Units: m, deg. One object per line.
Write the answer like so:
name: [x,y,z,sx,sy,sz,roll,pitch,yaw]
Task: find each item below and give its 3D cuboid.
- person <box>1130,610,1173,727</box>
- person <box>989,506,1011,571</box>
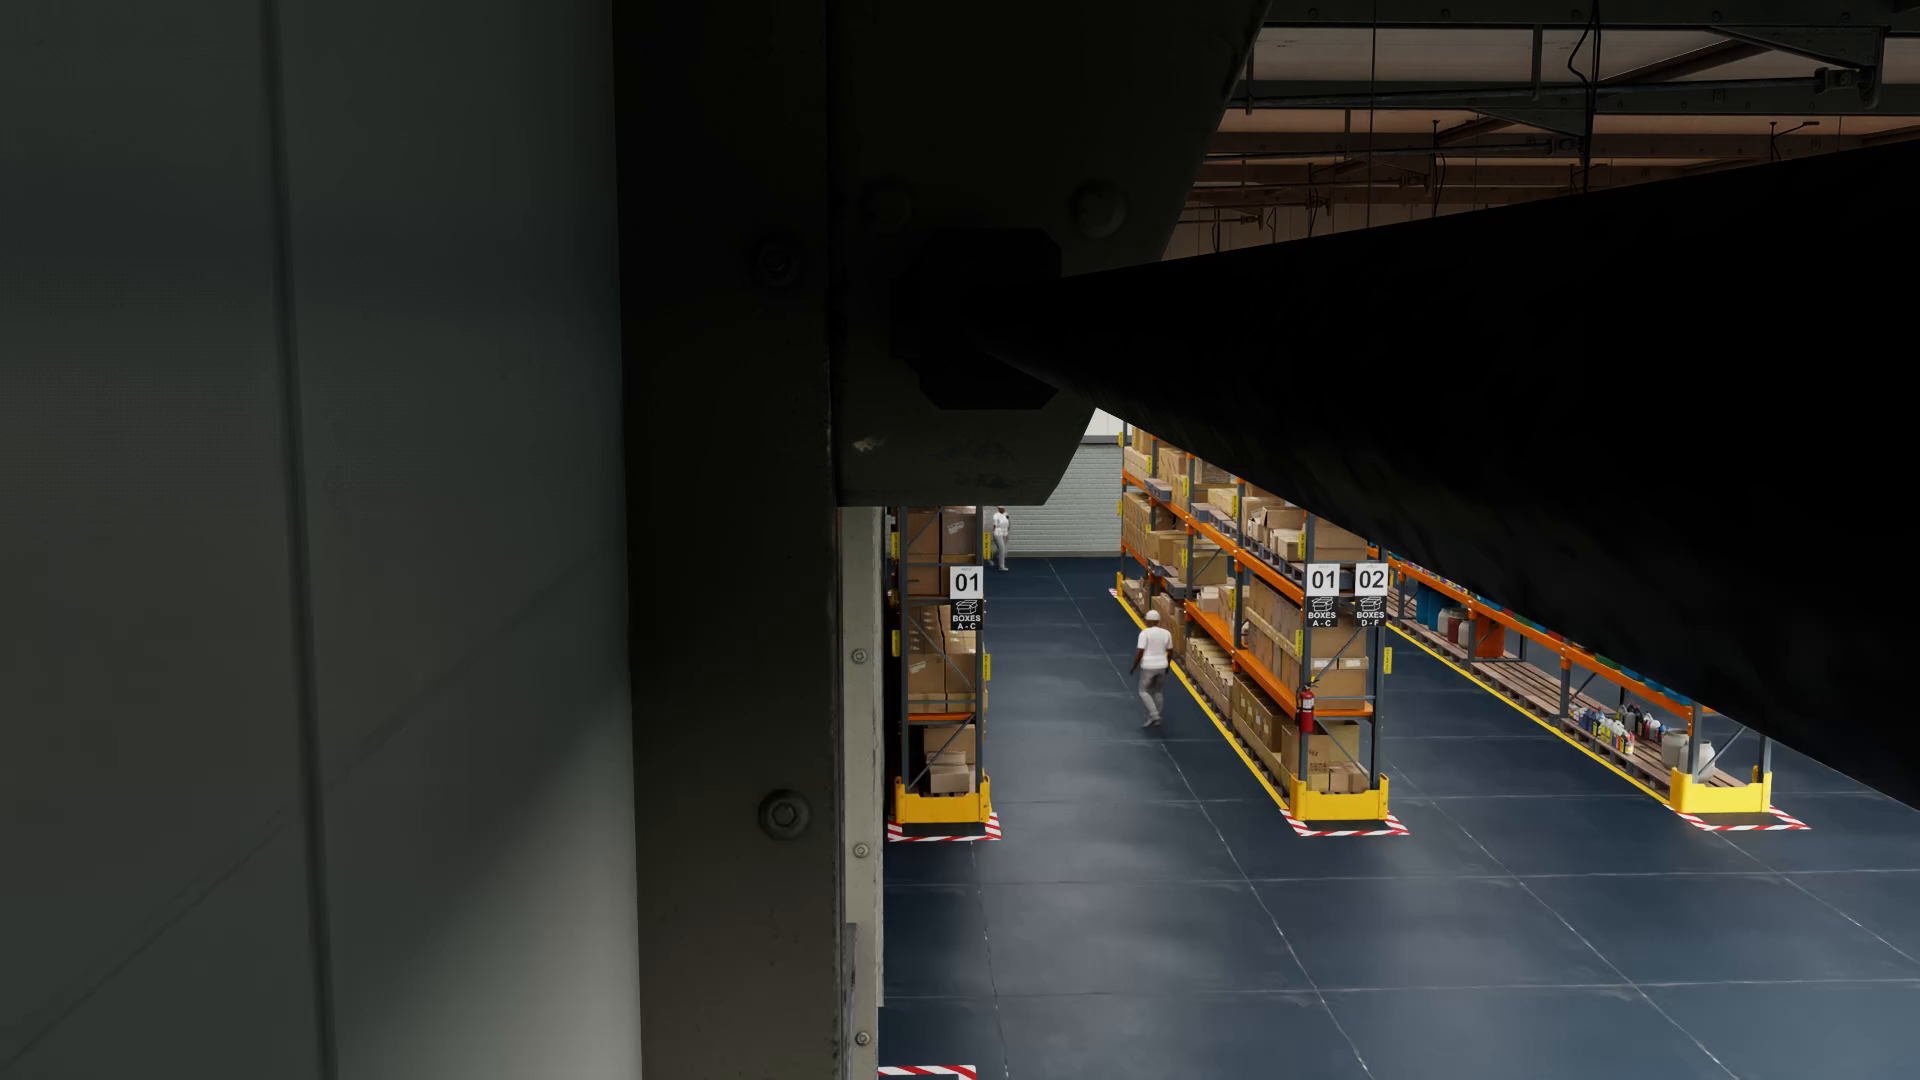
person: [2.949,1.951,25.181,0.649,1.741,0.649,-4,9,-25]
person: [0.931,-0.111,39.957,0.742,1.647,0.454,6,10,38]
